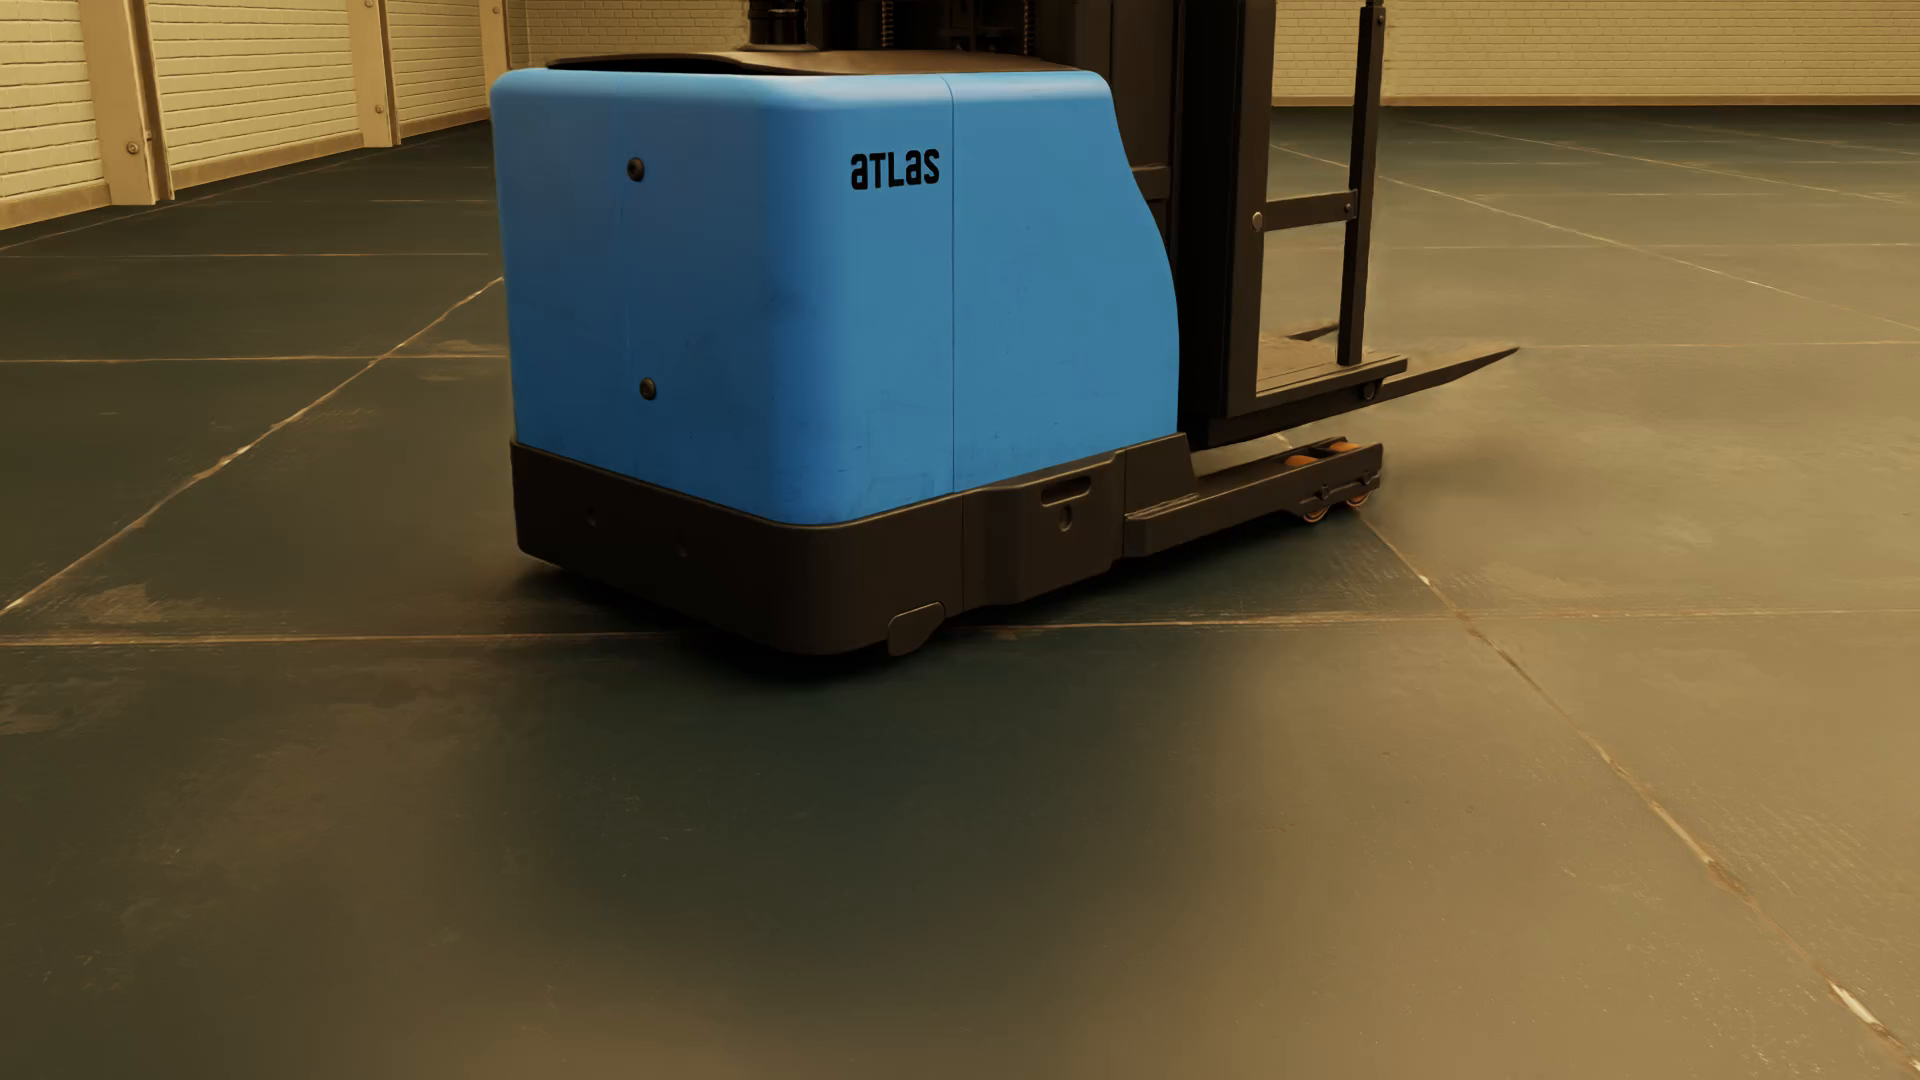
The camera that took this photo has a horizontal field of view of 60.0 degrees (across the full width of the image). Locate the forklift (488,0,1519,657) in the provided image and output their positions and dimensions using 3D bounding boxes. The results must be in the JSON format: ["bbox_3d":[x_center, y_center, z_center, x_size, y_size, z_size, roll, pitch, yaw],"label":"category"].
[{"bbox_3d":[0.421,-1.536,3.927,1.130,2.935,3.031,16,23,42],"label":"forklift"}]
